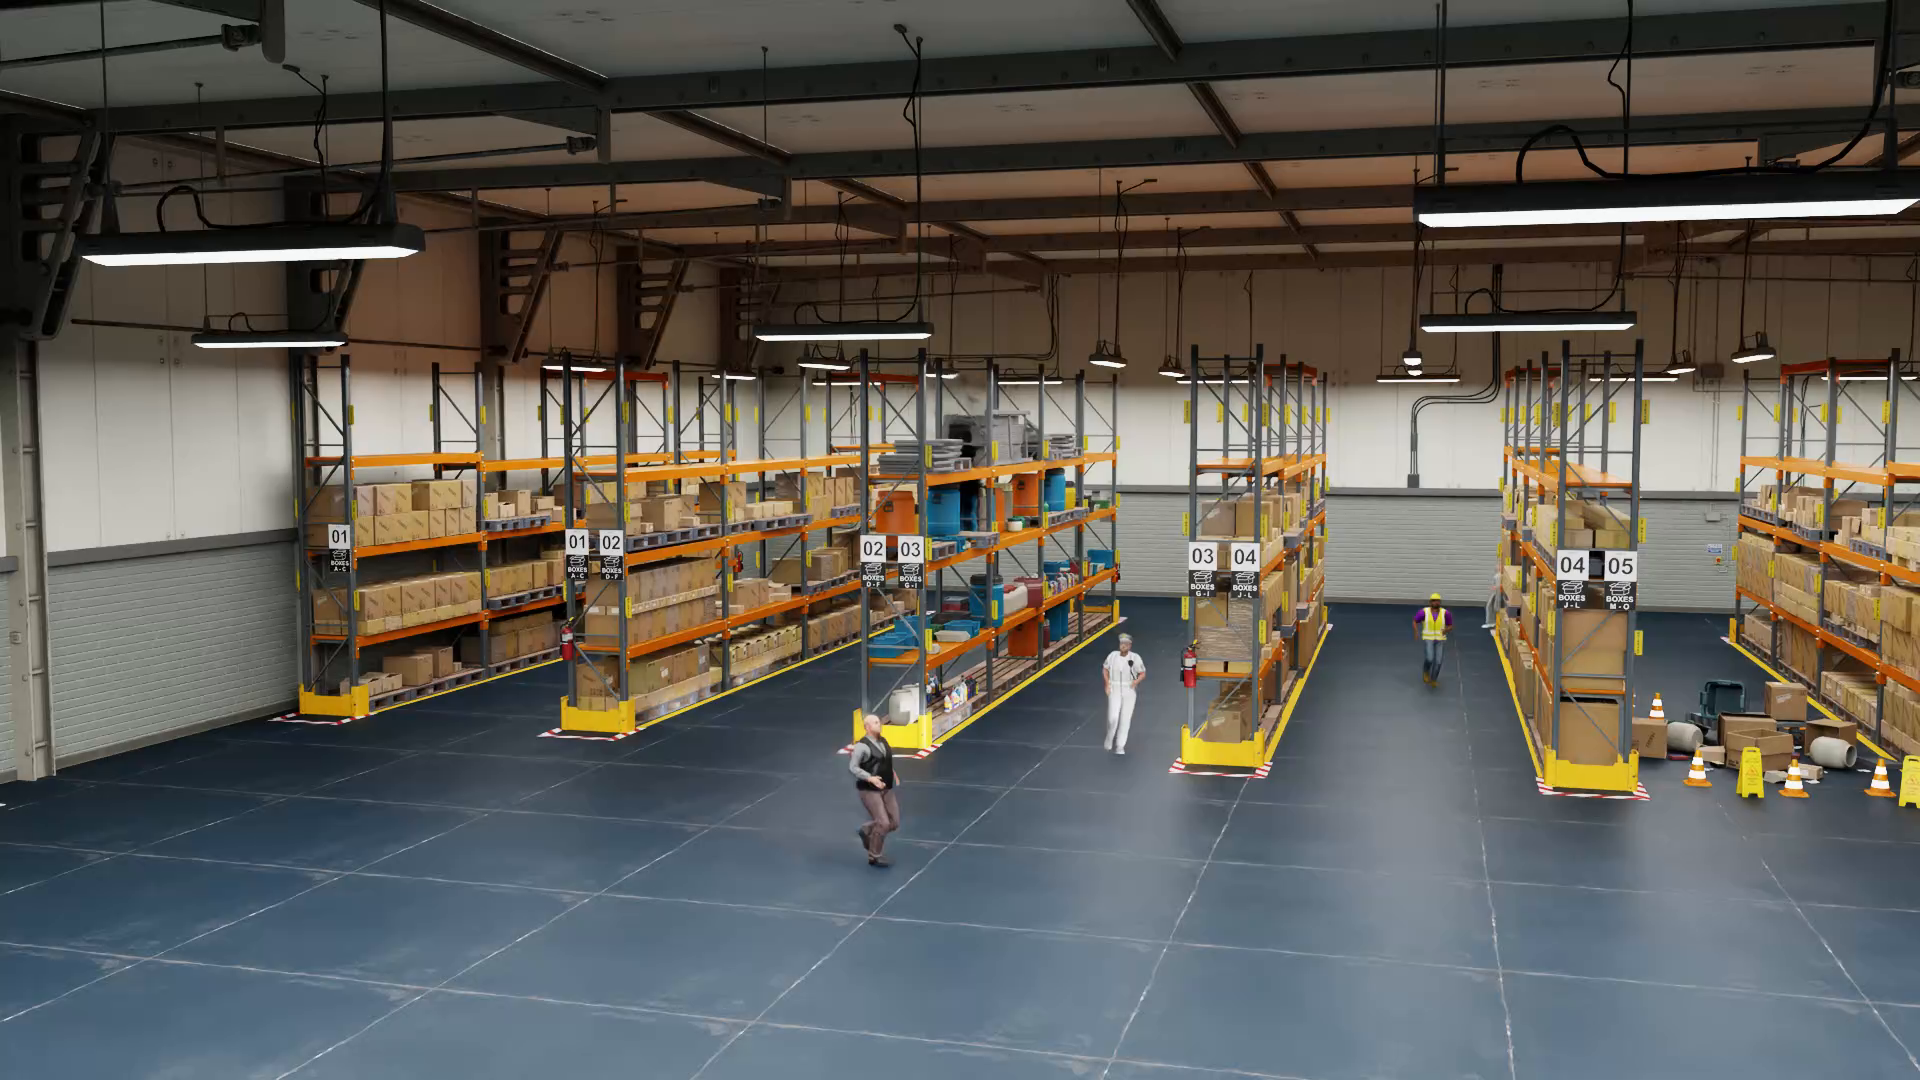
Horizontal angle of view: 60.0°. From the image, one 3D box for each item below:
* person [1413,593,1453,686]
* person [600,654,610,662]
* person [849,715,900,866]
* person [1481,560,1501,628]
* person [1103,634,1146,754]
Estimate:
[{"bbox_3d":[8.711,1.842,30.560,0.692,1.724,0.607,1,4,7],"label":"person"},{"bbox_3d":[-6.291,1.920,30.195,0.493,1.700,0.799,0,4,5],"label":"person"},{"bbox_3d":[-0.954,2.777,18.523,0.609,1.672,0.657,3,5,37],"label":"person"},{"bbox_3d":[12.687,1.277,38.956,0.819,1.647,0.603,0,4,4],"label":"person"},{"bbox_3d":[2.400,2.265,24.488,0.653,1.781,0.578,1,4,11],"label":"person"}]
